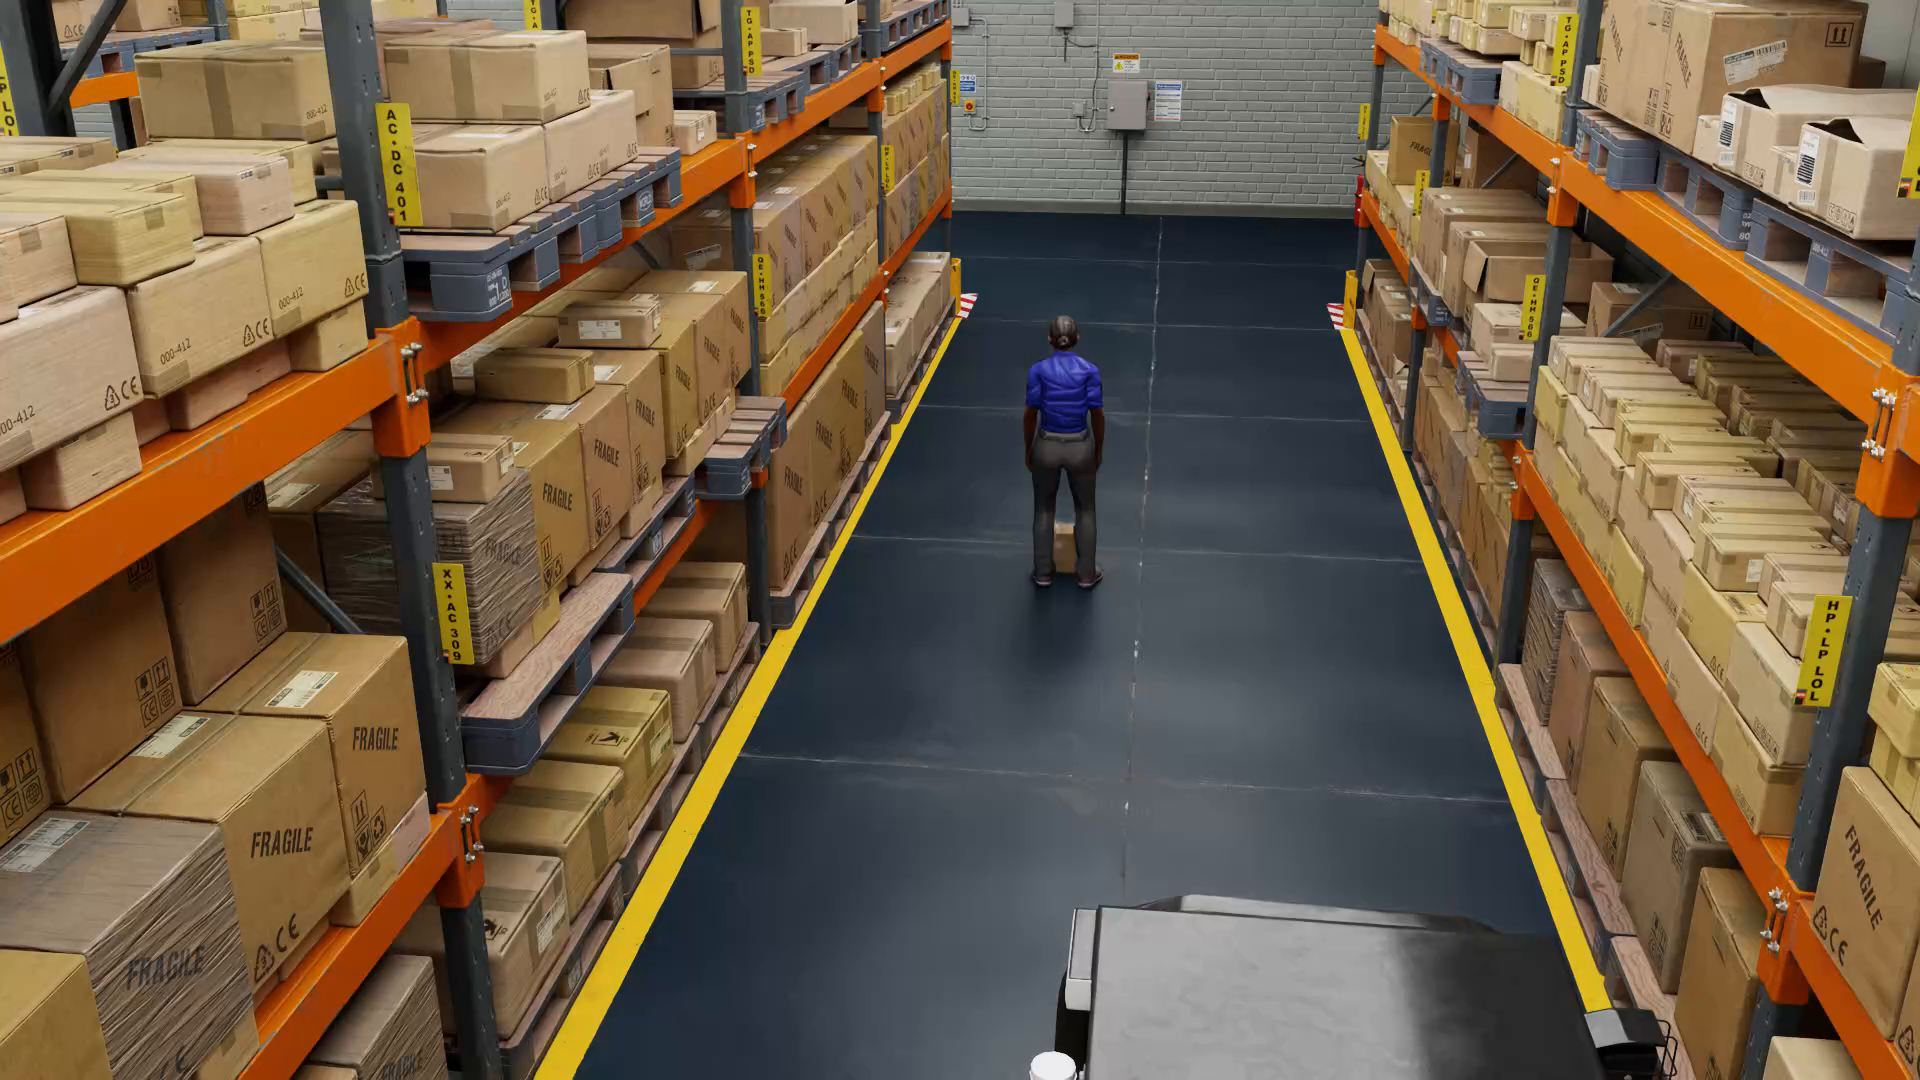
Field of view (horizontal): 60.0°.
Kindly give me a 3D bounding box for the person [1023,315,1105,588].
[{"bbox_3d":[0.625,-0.516,9.912,0.503,1.656,0.349,2,21,5],"label":"person"}]
